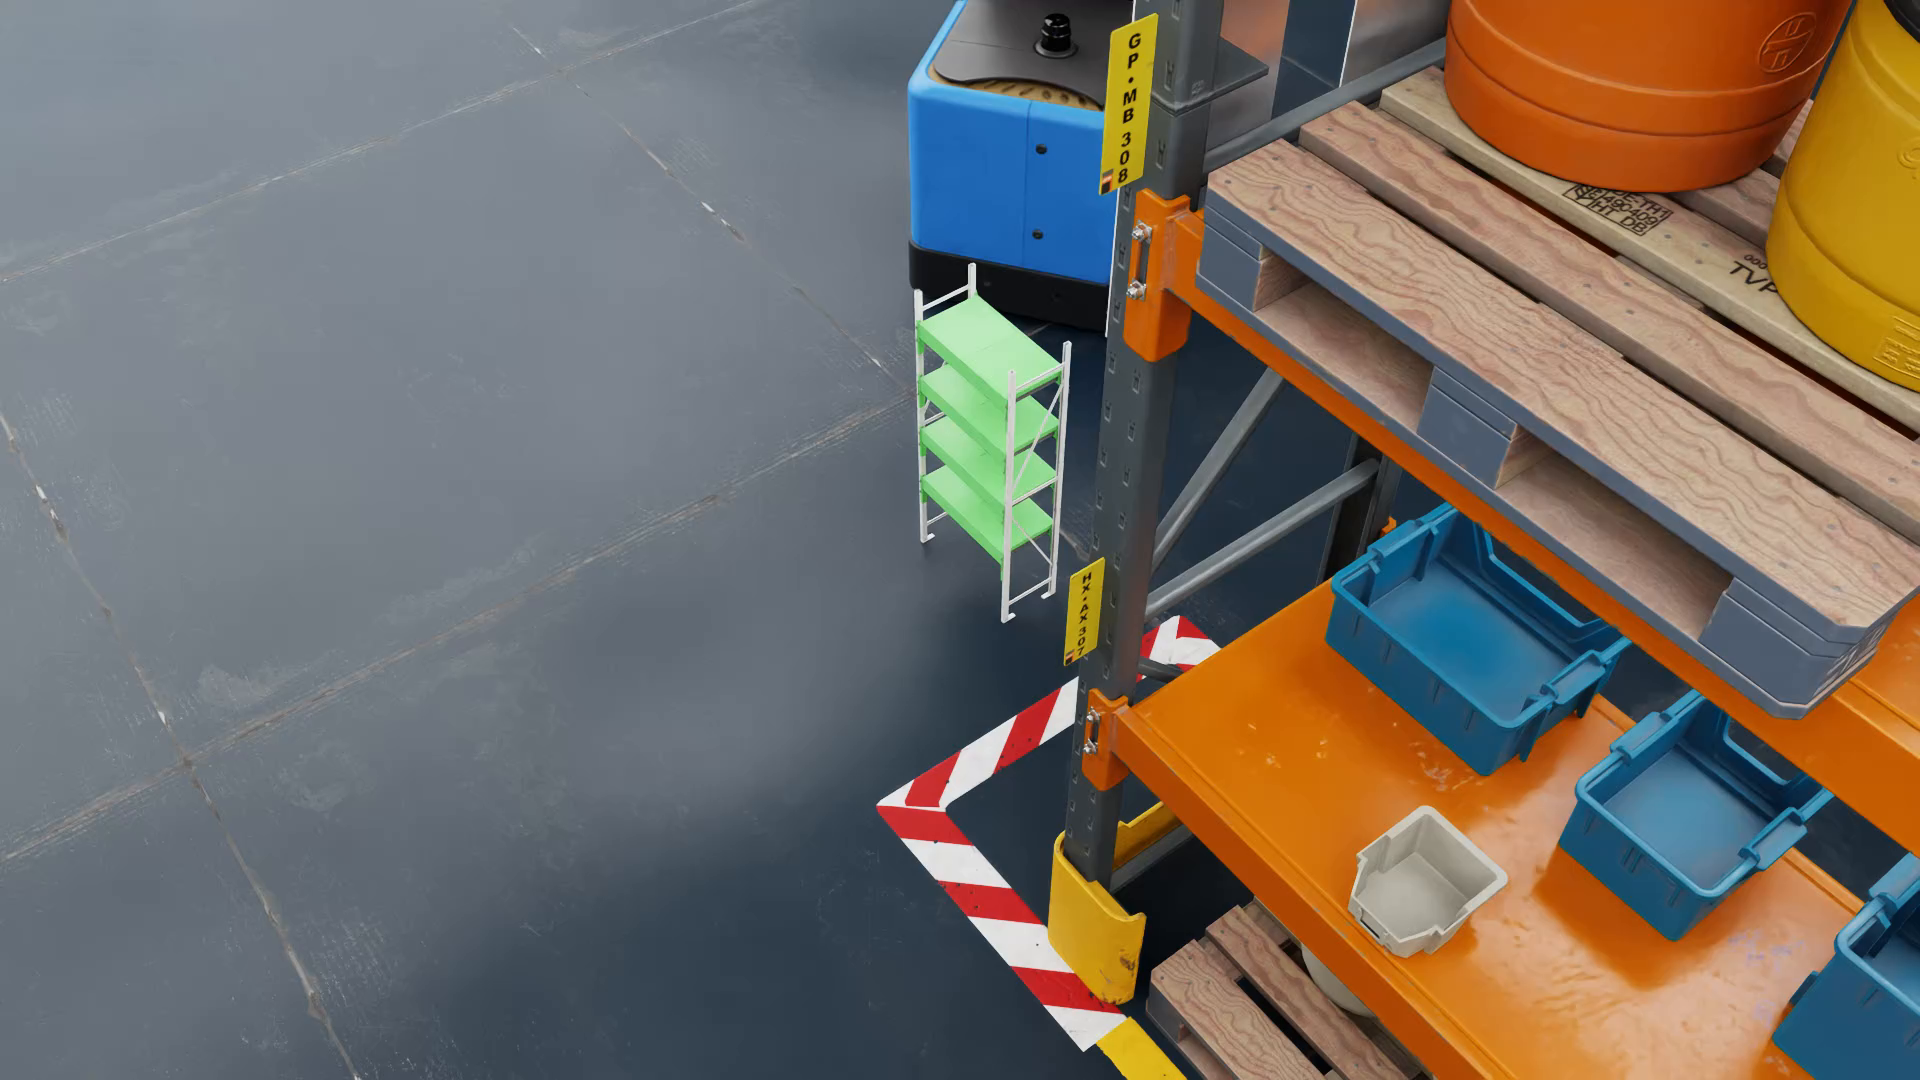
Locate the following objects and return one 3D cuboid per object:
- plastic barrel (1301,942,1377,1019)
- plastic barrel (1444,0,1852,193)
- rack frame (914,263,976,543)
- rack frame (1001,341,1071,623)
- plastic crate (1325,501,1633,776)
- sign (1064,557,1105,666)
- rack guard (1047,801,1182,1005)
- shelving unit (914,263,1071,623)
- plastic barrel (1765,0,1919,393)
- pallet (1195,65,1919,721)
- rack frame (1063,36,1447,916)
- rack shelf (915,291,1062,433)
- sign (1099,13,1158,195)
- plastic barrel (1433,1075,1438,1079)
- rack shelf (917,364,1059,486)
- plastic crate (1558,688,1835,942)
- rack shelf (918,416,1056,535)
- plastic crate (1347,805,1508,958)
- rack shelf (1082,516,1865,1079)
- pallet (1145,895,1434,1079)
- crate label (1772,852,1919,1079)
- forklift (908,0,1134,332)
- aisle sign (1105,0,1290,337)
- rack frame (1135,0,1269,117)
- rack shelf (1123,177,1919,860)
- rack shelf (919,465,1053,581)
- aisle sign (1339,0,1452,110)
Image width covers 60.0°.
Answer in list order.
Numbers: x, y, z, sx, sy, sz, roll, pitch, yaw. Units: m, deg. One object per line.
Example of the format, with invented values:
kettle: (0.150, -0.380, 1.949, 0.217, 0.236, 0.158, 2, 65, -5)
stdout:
plastic barrel: (1.189, 1.068, 4.653, 0.421, 0.512, 0.421, 0, 48, 0)
plastic barrel: (1.125, -1.044, 2.574, 0.600, 0.830, 0.708, -29, 54, -24)
rack frame: (-0.048, -0.449, 5.847, 0.240, 1.200, 0.015, -29, 54, -24)
rack frame: (0.248, -0.162, 5.587, 0.240, 1.200, 0.015, -29, 54, -24)
plastic crate: (1.271, 0.230, 4.117, 0.499, 0.251, 0.616, -29, 54, -24)
sign: (0.290, 0.171, 3.884, 0.100, 0.325, 0.005, -29, 54, -24)
rack guard: (0.813, 0.883, 5.112, 1.175, 0.500, 0.348, -29, 54, -24)
shelving unit: (0.100, -0.305, 5.717, 0.258, 1.200, 0.503, -29, 54, -24)
plastic barrel: (1.521, -0.577, 2.314, 0.600, 0.588, 0.600, 0, 48, 0)
pallet: (1.153, -0.393, 2.685, 1.003, 0.211, 1.213, -29, 54, -24)
rack frame: (0.730, 0.019, 4.208, 1.000, 3.000, 0.127, -29, 54, -24)
rack shelf: (0.100, -0.585, 5.409, 0.258, 0.148, 0.480, -29, 54, -24)
sign: (0.290, -0.747, 2.872, 0.100, 0.325, 0.005, -29, 54, -24)
plastic barrel: (1.493, 1.363, 4.385, 0.421, 0.512, 0.421, 0, 48, 0)
rack shelf: (0.100, -0.424, 5.587, 0.258, 0.148, 0.480, -29, 54, -24)
plastic crate: (1.660, 0.616, 3.768, 0.499, 0.251, 0.408, -29, 54, -24)
rack shelf: (0.100, -0.262, 5.764, 0.258, 0.148, 0.480, -29, 54, -24)
plastic crate: (1.016, 0.780, 3.696, 0.298, 0.136, 0.250, -29, 54, -24)
rack shelf: (1.941, 1.440, 3.405, 1.077, 0.370, 4.000, -29, 54, -24)
pallet: (1.301, 1.461, 4.783, 1.003, 0.211, 1.213, -29, 54, -24)
crate label: (2.060, 0.971, 3.321, 0.502, 0.435, 0.616, -29, 54, -24)
forklift: (0.711, -2.955, 6.951, 1.130, 2.935, 3.031, 13, 49, 12)
aisle sign: (0.453, -0.765, 3.164, 0.394, 0.787, 0.004, -29, 54, -24)
rack frame: (0.730, -1.996, 1.985, 1.000, 3.000, 0.127, -29, 54, -24)
rack shelf: (1.941, 0.433, 2.294, 1.077, 0.370, 4.000, -29, 54, -24)
rack shelf: (0.100, -0.101, 5.942, 0.258, 0.148, 0.480, -29, 54, -24)
aisle sign: (0.923, -1.030, 3.404, 0.394, 0.787, 0.004, -29, 54, -24)
